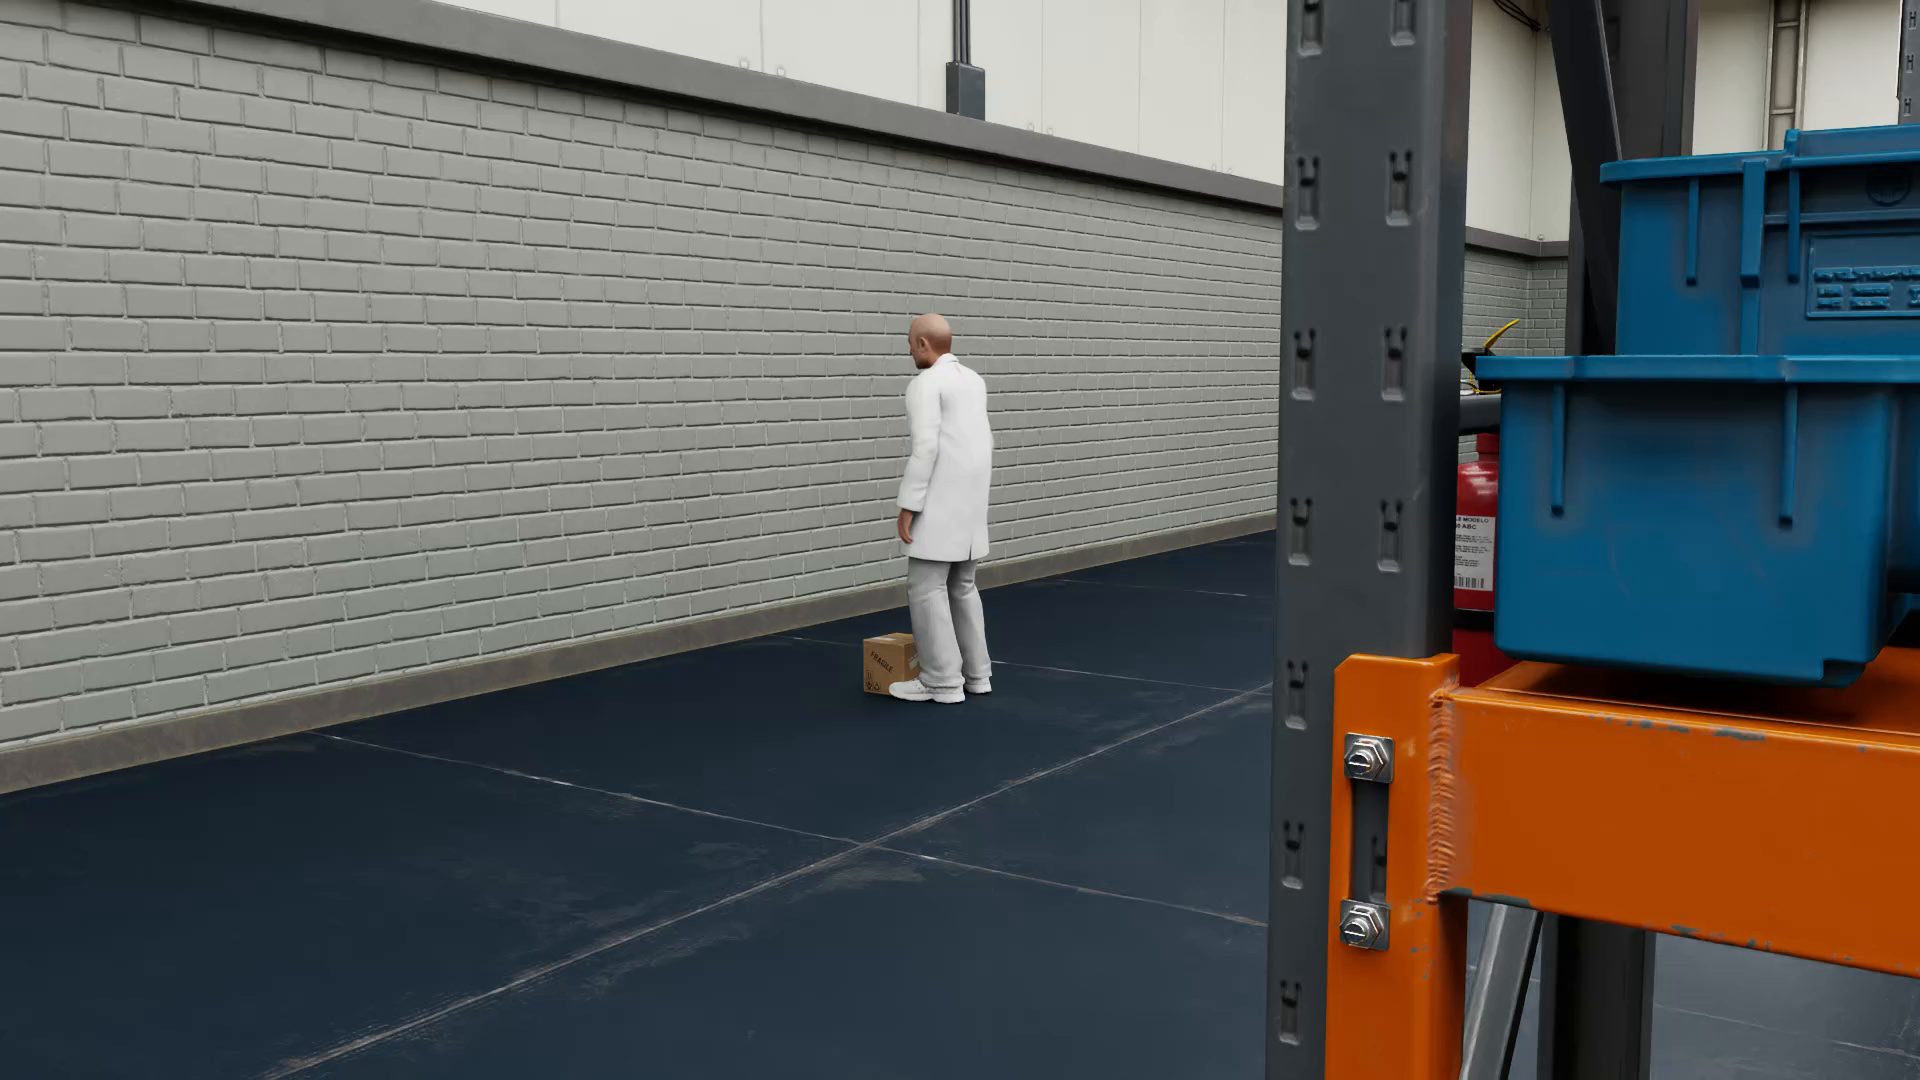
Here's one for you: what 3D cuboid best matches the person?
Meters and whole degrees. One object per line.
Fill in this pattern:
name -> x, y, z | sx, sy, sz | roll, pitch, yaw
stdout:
person -> -0.075, -0.152, 7.668 | 0.416, 1.774, 0.652 | 4, 7, 33
